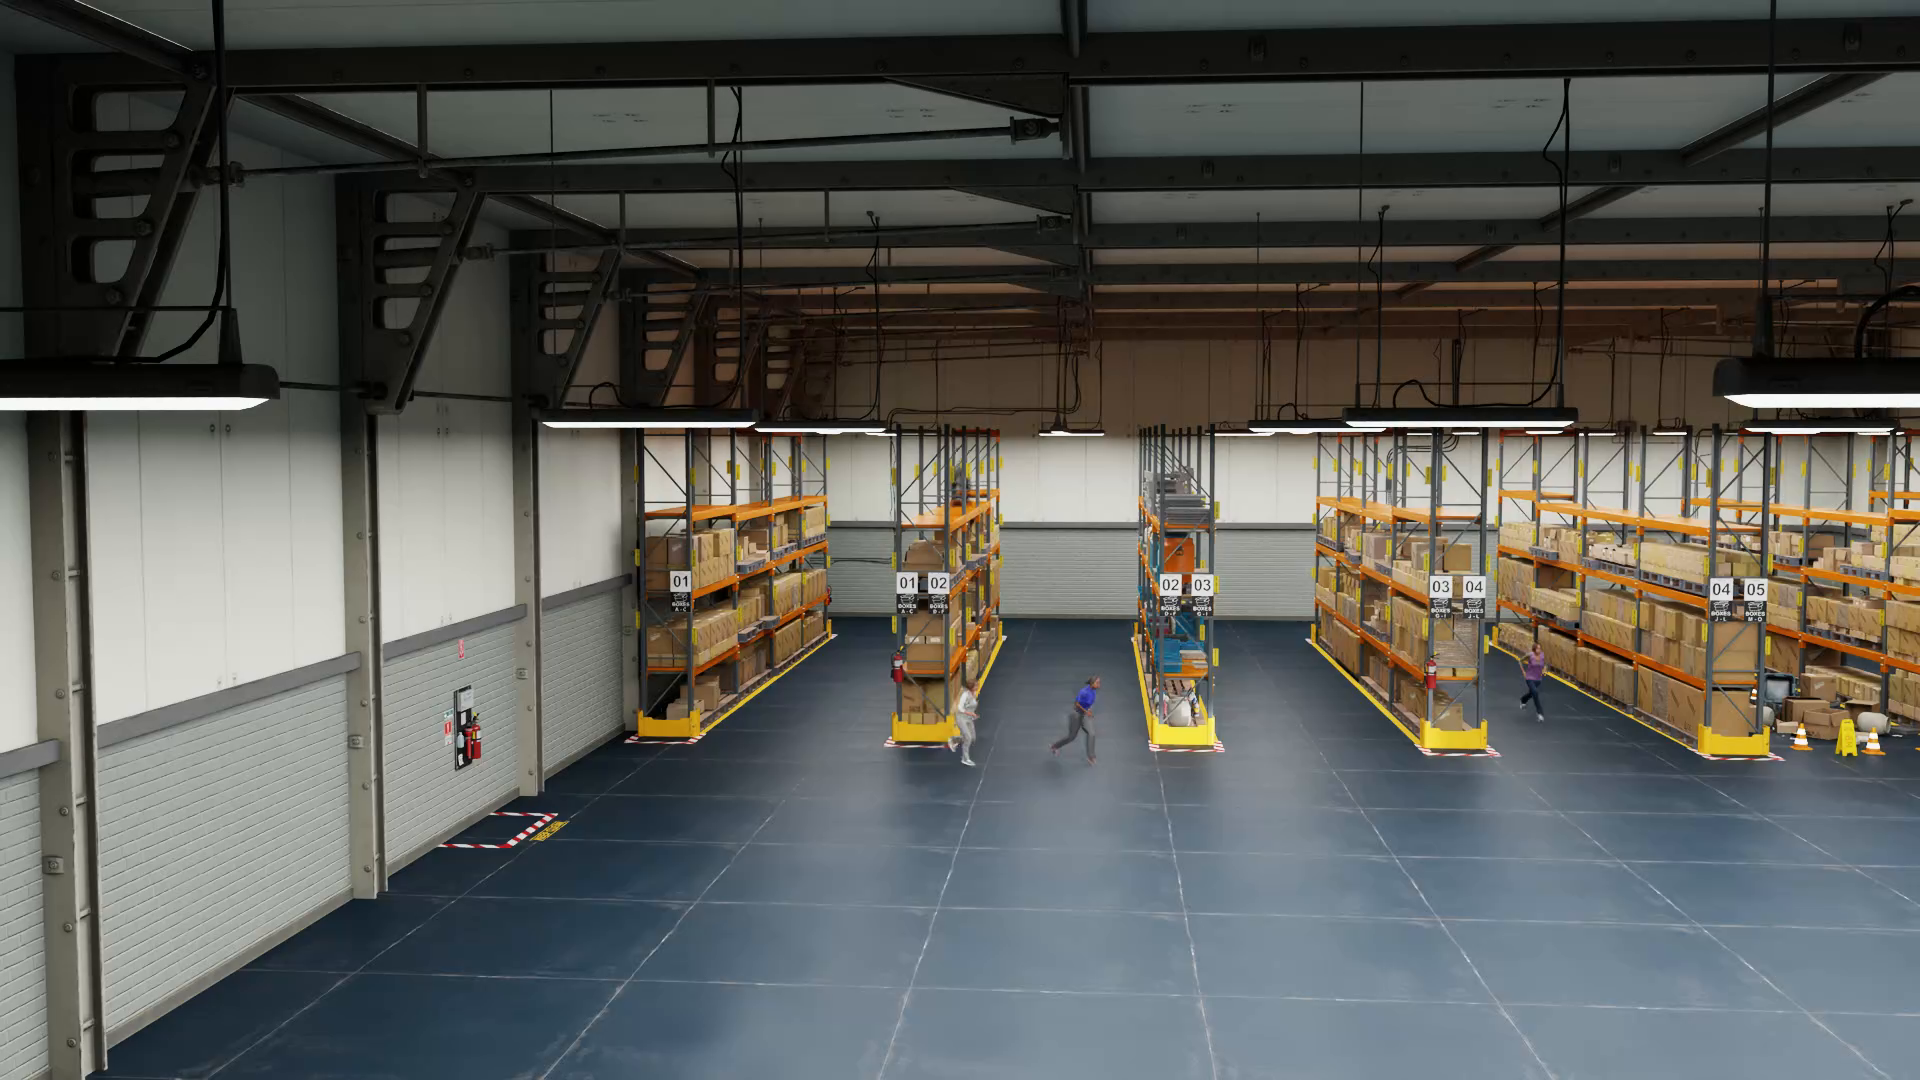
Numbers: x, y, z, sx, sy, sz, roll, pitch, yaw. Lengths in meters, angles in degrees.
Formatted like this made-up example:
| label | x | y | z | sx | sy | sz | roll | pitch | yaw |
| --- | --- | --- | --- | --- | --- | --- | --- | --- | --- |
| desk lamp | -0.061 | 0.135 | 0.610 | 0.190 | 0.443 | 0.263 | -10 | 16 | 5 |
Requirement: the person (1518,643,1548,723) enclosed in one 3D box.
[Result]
| label | x | y | z | sx | sy | sz | roll | pitch | yaw |
| --- | --- | --- | --- | --- | --- | --- | --- | --- | --- |
| person | 11.710 | 2.868 | 34.030 | 0.540 | 1.588 | 0.997 | -1 | 4 | -11 |

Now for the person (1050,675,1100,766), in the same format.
| label | x | y | z | sx | sy | sz | roll | pitch | yaw |
| --- | --- | --- | --- | --- | --- | --- | --- | --- | --- |
| person | 2.045 | 3.167 | 29.389 | 0.977 | 1.616 | 0.611 | 2 | 4 | 27 |

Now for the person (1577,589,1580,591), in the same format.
| label | x | y | z | sx | sy | sz | roll | pitch | yaw |
| --- | --- | --- | --- | --- | --- | --- | --- | --- | --- |
| person | 16.870 | 2.111 | 45.442 | 0.675 | 1.672 | 0.764 | 0 | 3 | 1 |

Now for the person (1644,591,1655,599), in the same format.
| label | x | y | z | sx | sy | sz | roll | pitch | yaw |
| --- | --- | --- | --- | --- | --- | --- | --- | --- | --- |
| person | 19.481 | 2.069 | 47.130 | 0.555 | 1.607 | 0.610 | 0 | 3 | 4 |

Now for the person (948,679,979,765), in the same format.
| label | x | y | z | sx | sy | sz | roll | pitch | yaw |
| --- | --- | --- | --- | --- | --- | --- | --- | --- | --- |
| person | 0.073 | 3.202 | 29.219 | 0.681 | 1.514 | 0.521 | 3 | 4 | 37 |
